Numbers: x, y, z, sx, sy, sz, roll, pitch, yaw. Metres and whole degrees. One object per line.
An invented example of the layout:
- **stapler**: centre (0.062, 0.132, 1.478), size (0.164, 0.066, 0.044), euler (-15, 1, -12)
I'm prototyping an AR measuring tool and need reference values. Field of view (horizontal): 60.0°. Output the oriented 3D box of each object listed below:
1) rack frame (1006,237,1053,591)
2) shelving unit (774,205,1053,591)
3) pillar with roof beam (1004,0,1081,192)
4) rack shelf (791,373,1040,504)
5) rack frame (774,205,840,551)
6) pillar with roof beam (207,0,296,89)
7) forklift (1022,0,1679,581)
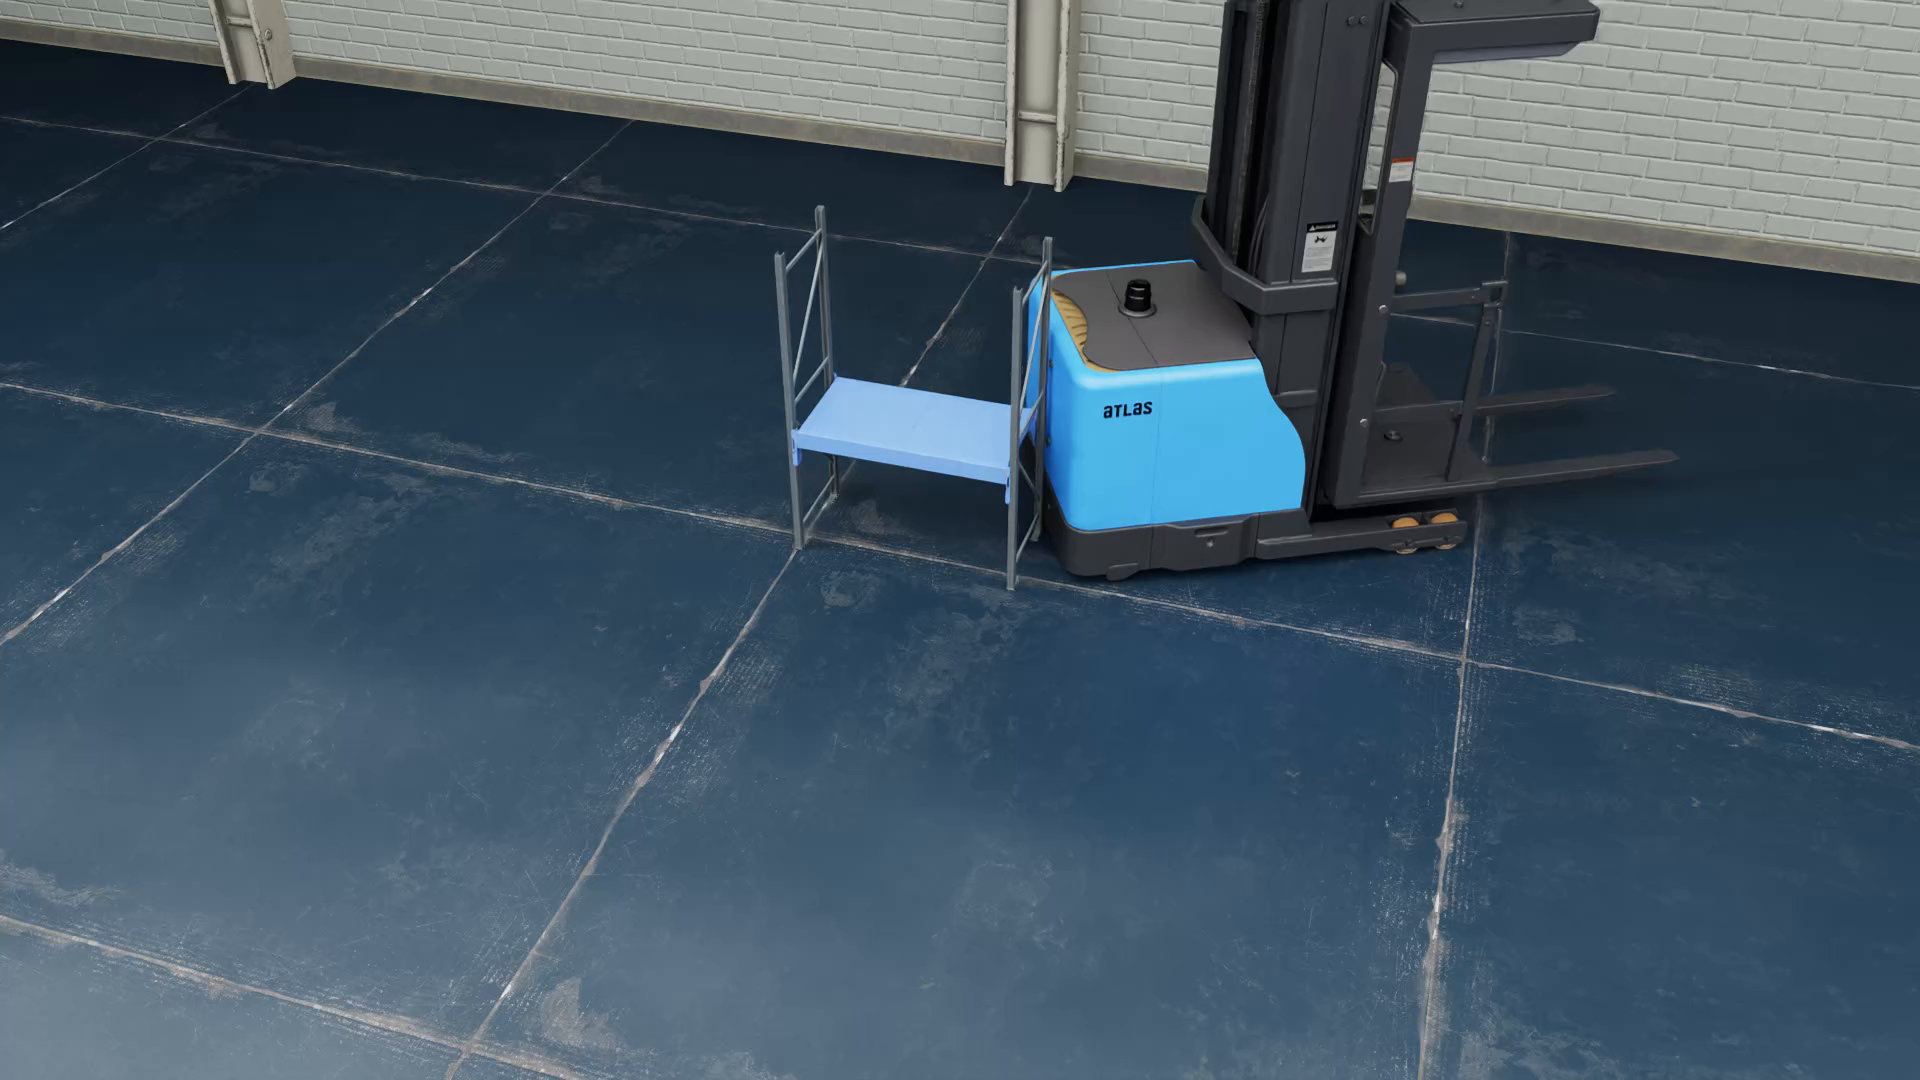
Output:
- **rack frame**: centre (0.298, -0.517, 7.188), size (0.032, 1.500, 0.500), euler (11, 38, 14)
- **shelving unit**: centre (-0.187, -0.608, 7.311), size (1.048, 1.500, 0.538), euler (11, 38, 14)
- **pillar with roof beam**: centre (-0.760, -3.576, 5.018), size (0.400, 9.000, 9.100), euler (10, 38, 14)
- **rack shelf**: centre (-0.187, -0.463, 7.417), size (1.000, 0.185, 0.538), euler (11, 38, 14)
- **rack frame**: centre (-0.672, -0.698, 7.434), size (0.032, 1.500, 0.500), euler (11, 38, 14)
- **pillar with roof beam**: centre (-6.487, -4.637, 6.459), size (0.400, 9.000, 9.100), euler (10, 38, 14)
- **forklift**: centre (1.871, -1.419, 7.206), size (3.031, 2.935, 1.130), euler (-6, 37, -8)
